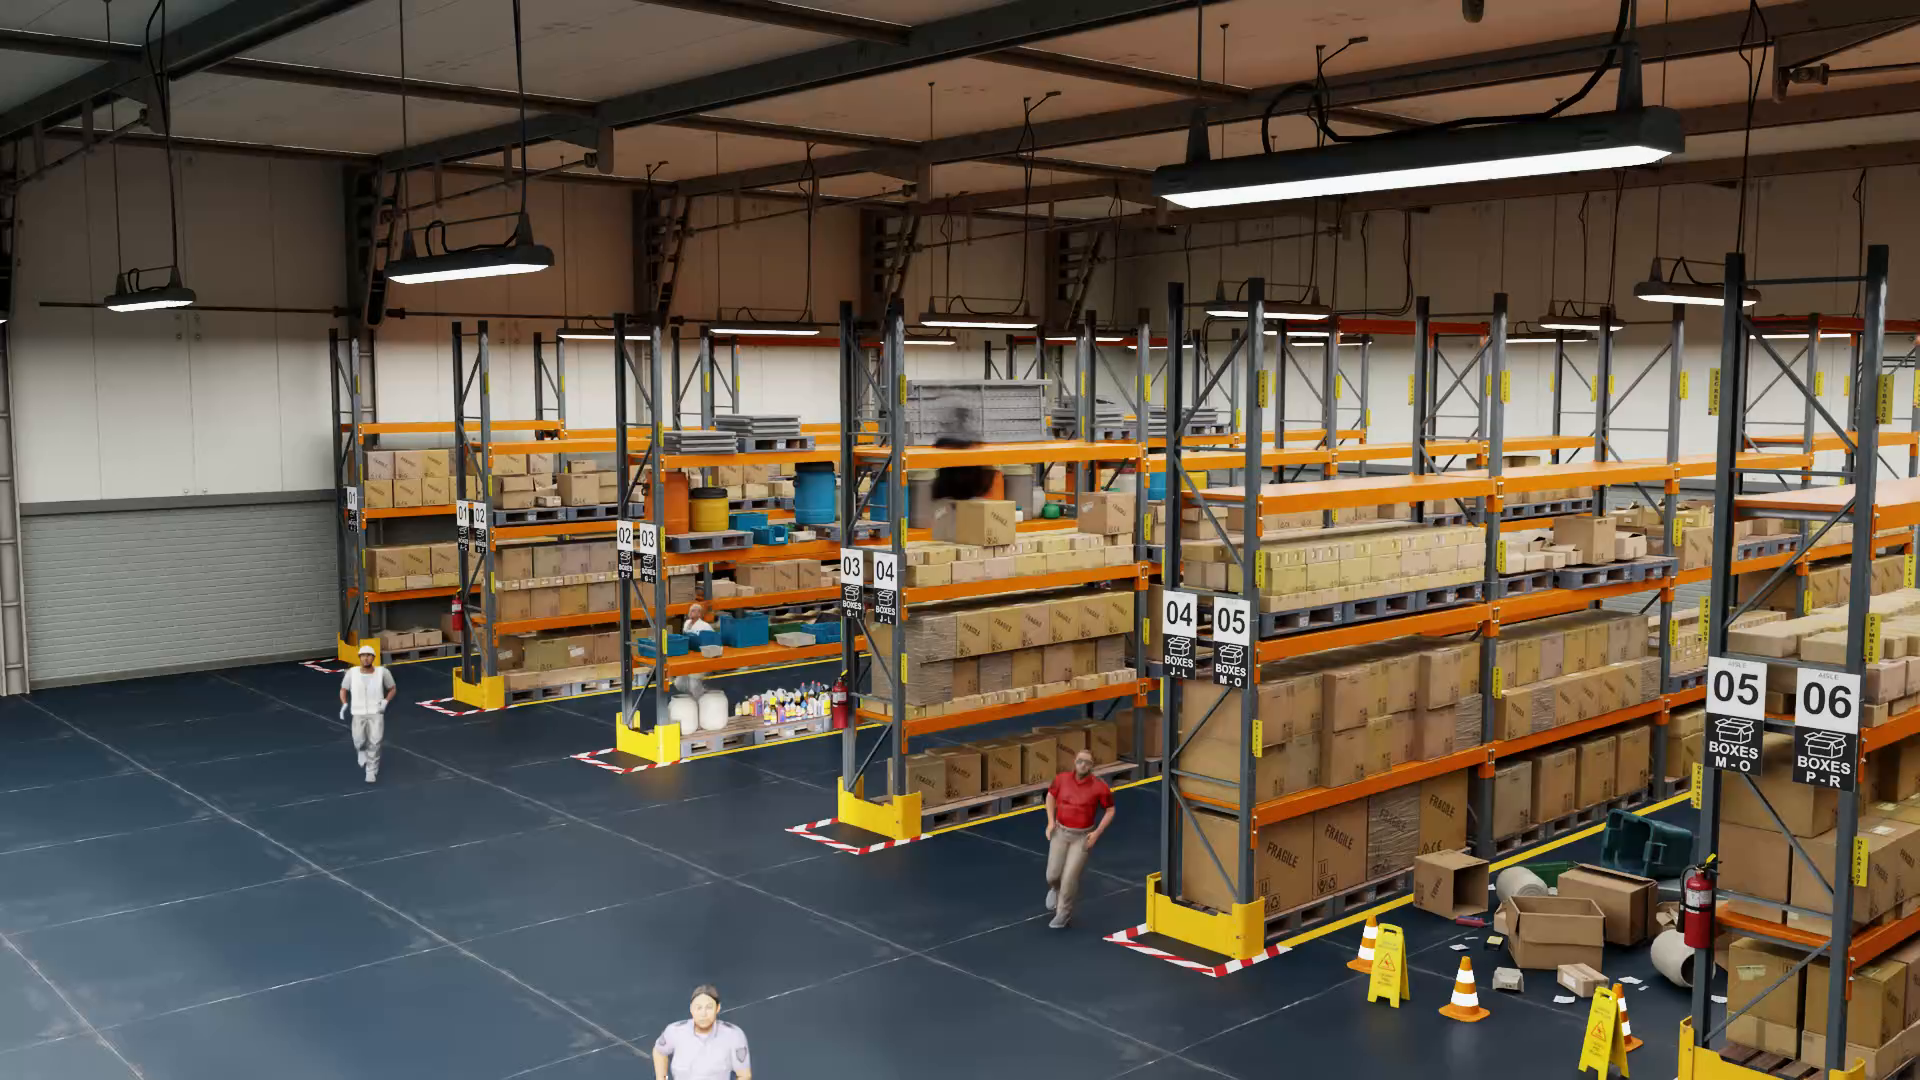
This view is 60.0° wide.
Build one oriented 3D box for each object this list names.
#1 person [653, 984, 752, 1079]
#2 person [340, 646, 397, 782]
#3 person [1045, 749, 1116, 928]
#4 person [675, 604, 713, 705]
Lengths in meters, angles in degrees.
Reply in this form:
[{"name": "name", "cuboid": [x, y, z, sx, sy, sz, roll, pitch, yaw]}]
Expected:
[{"name": "person", "cuboid": [-1.507, 3.393, 9.745, 0.576, 1.614, 0.712, -1, 6, -9]}, {"name": "person", "cuboid": [-7.565, 2.210, 21.281, 0.696, 1.734, 0.595, -2, 6, -15]}, {"name": "person", "cuboid": [1.118, 2.789, 15.695, 0.712, 1.676, 0.581, 2, 6, 16]}, {"name": "person", "cuboid": [-4.032, 1.828, 25.056, 0.704, 1.732, 0.628, 4, 7, 35]}]
